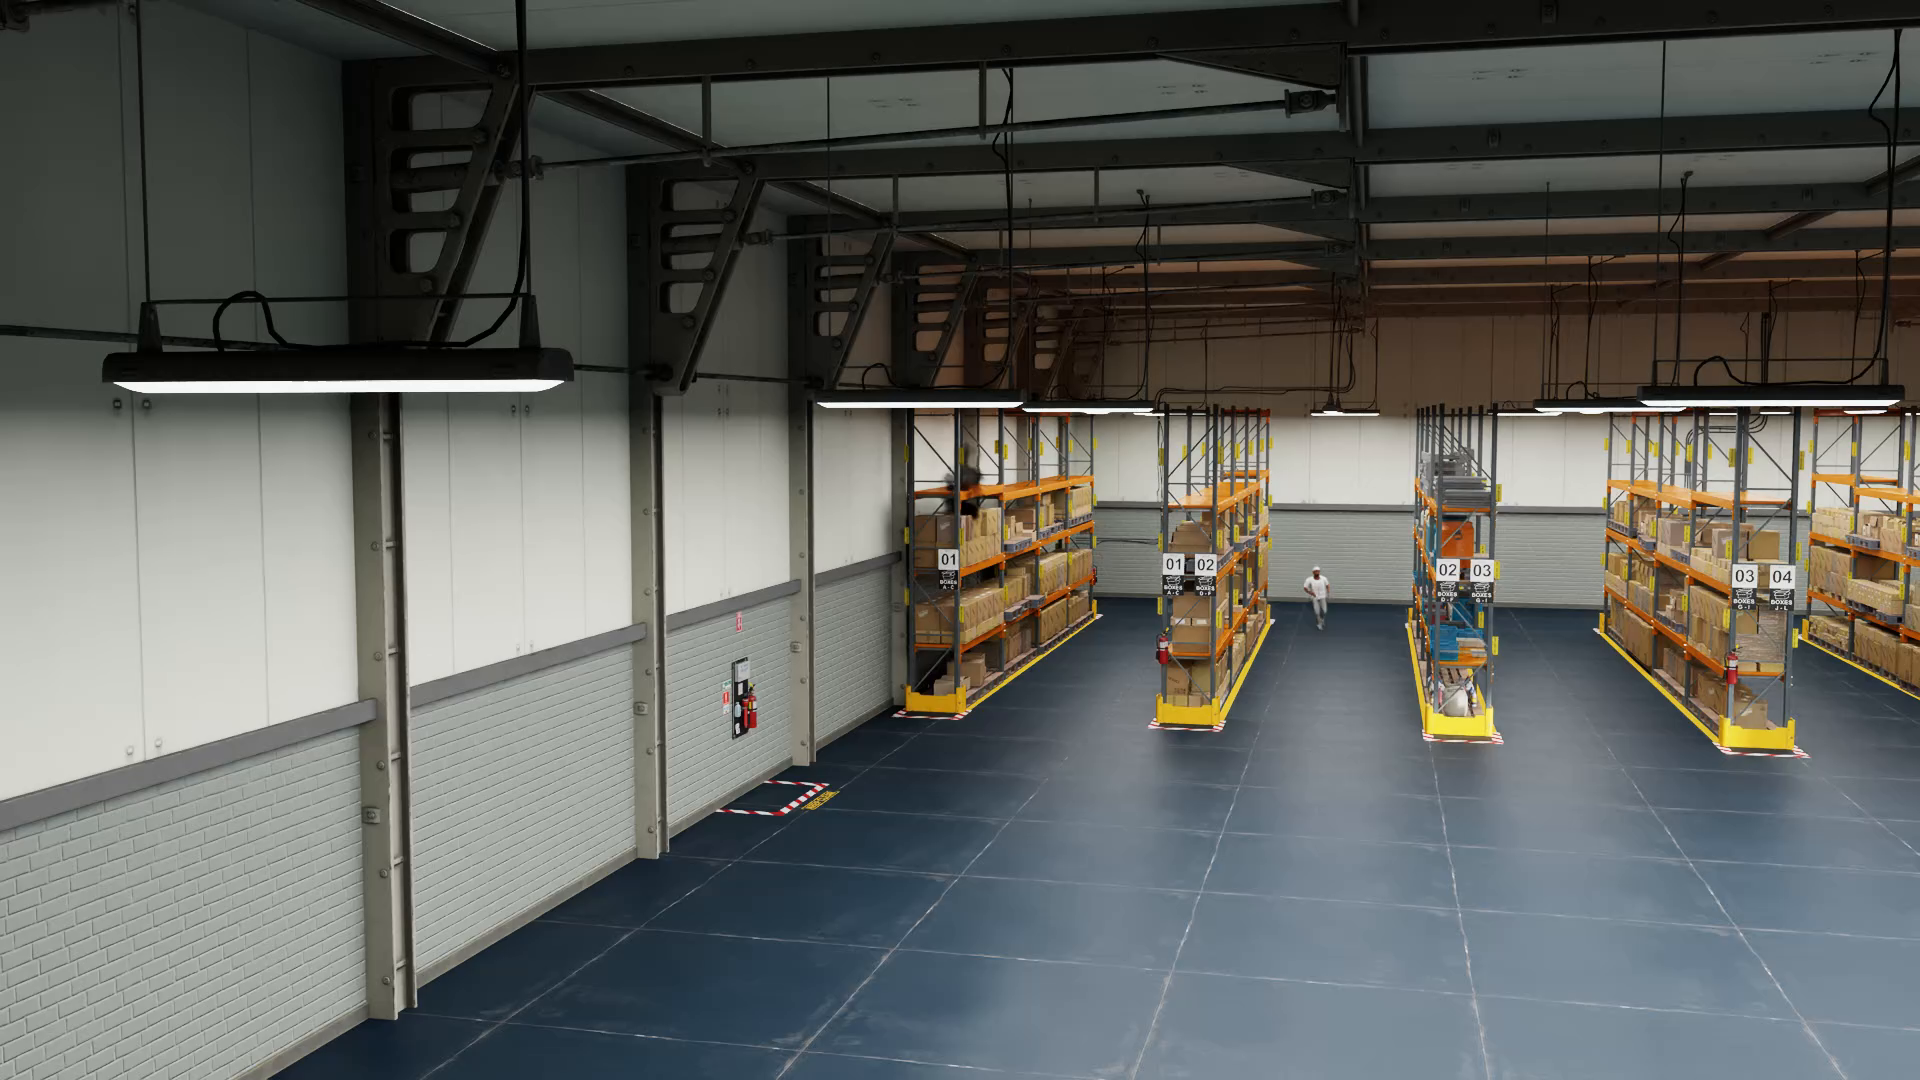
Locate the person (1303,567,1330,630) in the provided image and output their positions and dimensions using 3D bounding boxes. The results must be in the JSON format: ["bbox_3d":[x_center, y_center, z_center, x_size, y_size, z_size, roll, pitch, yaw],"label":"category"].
[{"bbox_3d":[9.704,1.578,45.142,0.733,1.717,0.521,0,4,-3],"label":"person"}]
